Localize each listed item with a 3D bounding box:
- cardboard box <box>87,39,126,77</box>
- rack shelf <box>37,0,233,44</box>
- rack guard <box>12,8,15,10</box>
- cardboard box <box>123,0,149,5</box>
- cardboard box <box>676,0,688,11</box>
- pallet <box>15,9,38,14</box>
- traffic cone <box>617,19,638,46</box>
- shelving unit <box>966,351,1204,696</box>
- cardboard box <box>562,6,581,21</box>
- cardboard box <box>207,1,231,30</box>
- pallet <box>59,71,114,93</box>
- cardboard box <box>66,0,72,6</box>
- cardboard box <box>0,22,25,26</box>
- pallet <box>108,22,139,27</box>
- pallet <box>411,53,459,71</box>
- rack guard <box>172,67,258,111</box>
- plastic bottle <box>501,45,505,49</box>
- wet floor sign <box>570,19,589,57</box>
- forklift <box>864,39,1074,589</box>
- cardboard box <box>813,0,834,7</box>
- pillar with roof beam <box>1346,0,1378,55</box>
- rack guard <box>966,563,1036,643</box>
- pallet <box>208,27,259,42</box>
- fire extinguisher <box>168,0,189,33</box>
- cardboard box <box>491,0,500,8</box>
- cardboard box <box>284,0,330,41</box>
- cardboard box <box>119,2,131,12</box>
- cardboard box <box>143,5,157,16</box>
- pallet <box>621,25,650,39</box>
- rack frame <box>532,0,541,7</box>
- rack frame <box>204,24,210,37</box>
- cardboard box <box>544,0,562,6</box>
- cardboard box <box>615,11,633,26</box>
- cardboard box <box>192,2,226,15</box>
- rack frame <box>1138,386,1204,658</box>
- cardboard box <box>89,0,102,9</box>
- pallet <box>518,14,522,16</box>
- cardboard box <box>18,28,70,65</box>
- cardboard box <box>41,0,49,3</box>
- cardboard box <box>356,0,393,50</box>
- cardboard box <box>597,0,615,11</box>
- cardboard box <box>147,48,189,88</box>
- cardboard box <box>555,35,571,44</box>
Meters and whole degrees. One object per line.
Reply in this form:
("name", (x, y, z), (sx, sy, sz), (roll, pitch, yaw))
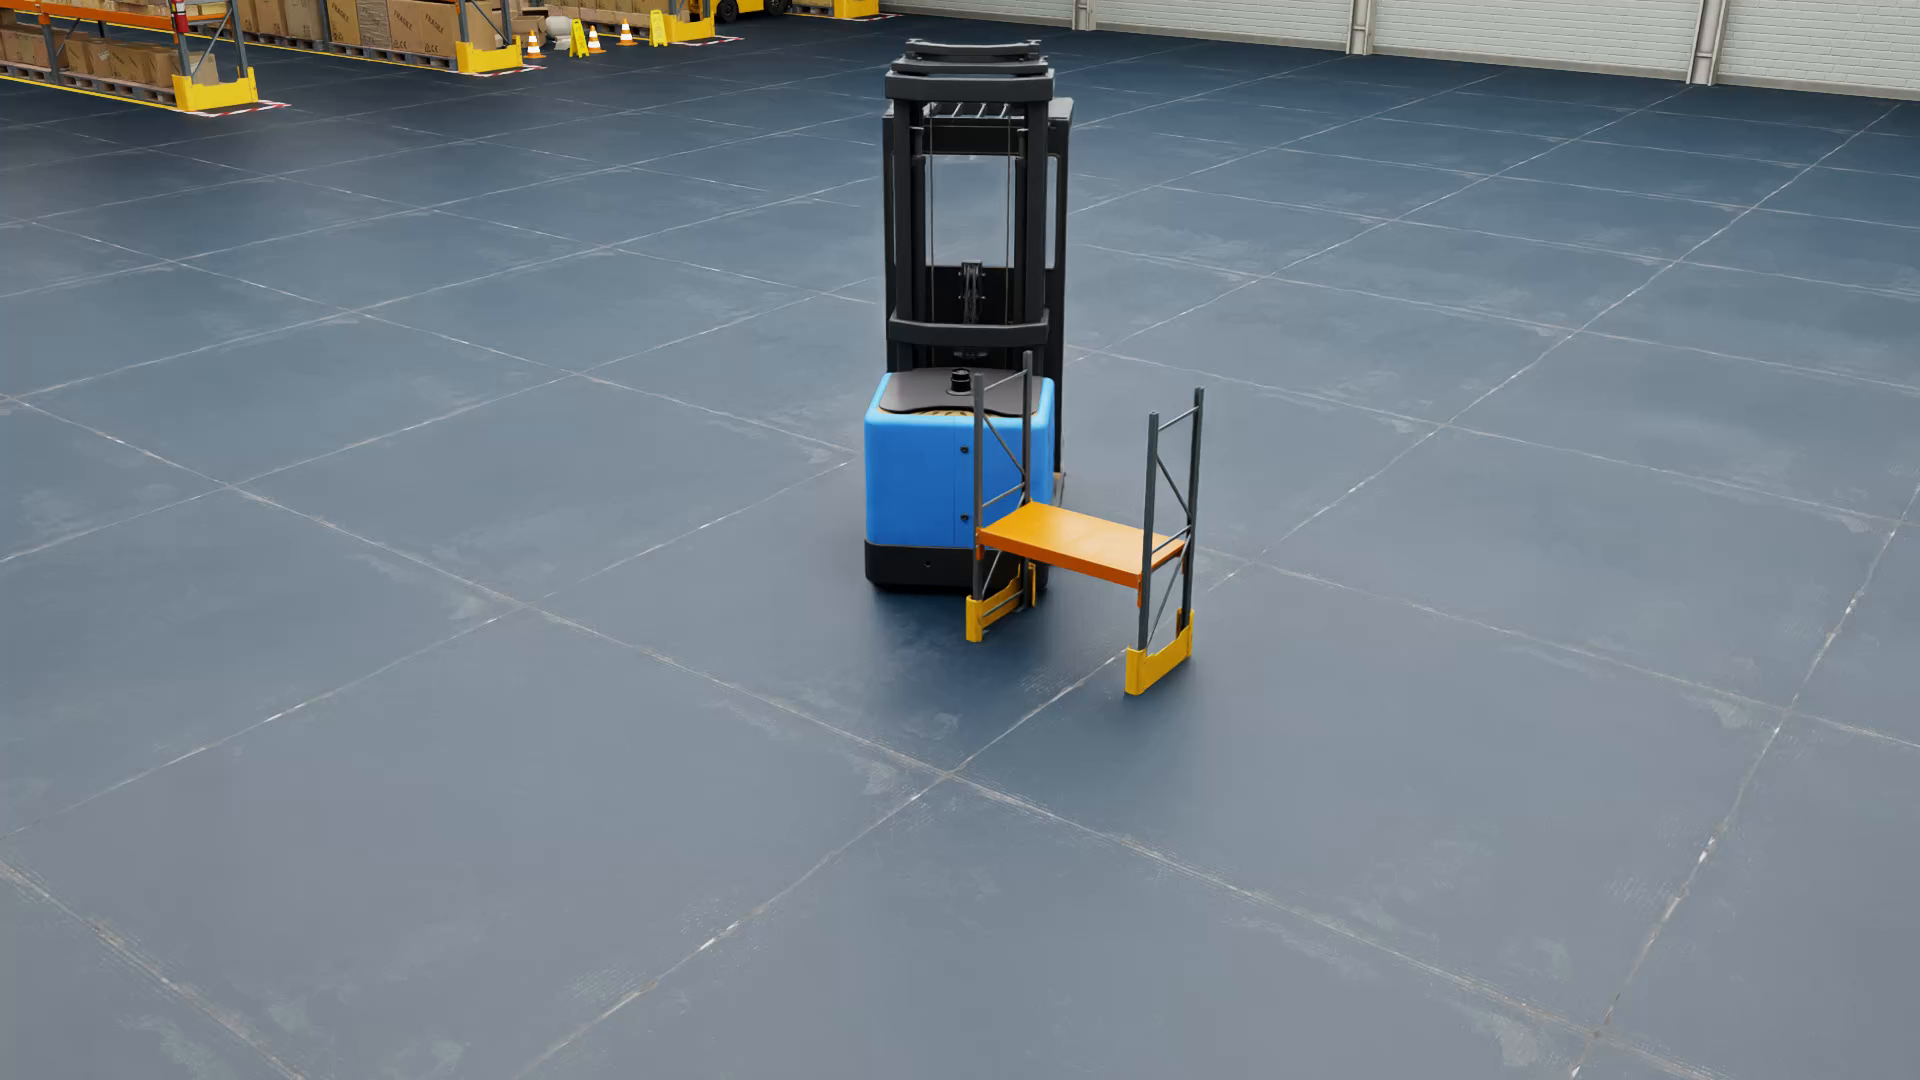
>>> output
("cardboard box", (-13.616, -7.714, 26.617), (0.500, 0.500, 0.500), (-16, 28, -31))
("rack shelf", (-12.775, -8.099, 25.803), (4.000, 0.370, 1.077), (17, 29, 33))
("rack guard", (-20.861, -12.227, 37.380), (0.348, 0.500, 1.175), (17, 29, 33))
("cardboard box", (-12.070, -8.350, 24.989), (0.500, 0.500, 0.875), (17, 29, 33))
("cardboard box", (-5.730, -10.709, 32.793), (0.500, 0.500, 0.500), (16, 28, 32))
("pallet", (-20.232, -11.887, 36.967), (1.213, 0.211, 1.003), (17, 29, 33))
("traffic cone", (-6.349, -9.669, 31.620), (0.334, 0.463, 0.336), (17, 29, 33))
("shelving unit", (0.634, -0.115, 8.650), (1.083, 1.500, 0.587), (16, 28, 32))
("cardboard box", (-7.688, -10.688, 33.676), (0.500, 0.250, 0.500), (19, 30, 36))
("cardboard box", (-14.087, -10.441, 32.496), (0.750, 0.750, 1.050), (16, 29, 33))
("pallet", (-13.817, -7.484, 26.975), (1.213, 0.211, 1.003), (17, 29, 33))
("cardboard box", (-13.769, -8.474, 26.074), (0.250, 0.149, 0.380), (17, 29, 33))
("cardboard box", (-16.577, -8.651, 28.718), (0.500, 0.500, 0.700), (14, 27, 29))
("pallet", (-17.098, -10.958, 34.859), (1.213, 0.211, 1.003), (17, 29, 33))
("pallet", (-8.806, -8.412, 29.081), (1.213, 0.211, 1.003), (17, 29, 33))
("rack guard", (-11.235, -6.819, 25.106), (0.348, 0.500, 1.175), (17, 29, 33))
("plastic bottle", (-8.470, -9.220, 31.099), (0.283, 0.061, 0.133), (7, 25, 15))
("wet floor sign", (-6.908, -9.075, 30.045), (0.232, 0.644, 0.267), (12, 26, 24))
("forklift", (0.117, -1.618, 10.287), (1.130, 2.935, 3.031), (2, 24, 5))
("cardboard box", (-2.823, -11.690, 35.950), (0.500, 0.250, 0.500), (17, 29, 34))
("pillar with roof beam", (4.747, -11.658, 25.548), (0.400, 9.000, 9.100), (17, 29, 33))
("rack guard", (0.228, 0.341, 9.166), (0.087, 0.250, 0.587), (16, 28, 32))
("pallet", (-13.935, -9.964, 32.602), (1.213, 0.211, 1.003), (17, 29, 33))
("fire extinguisher", (-11.359, -7.733, 24.176), (0.183, 0.674, 0.296), (17, 29, 33))
("cardboard box", (-9.476, -10.730, 33.044), (0.500, 0.500, 0.500), (17, 29, 33))
("cardboard box", (-11.871, -9.771, 30.976), (0.750, 0.750, 1.050), (17, 29, 33))
("cardboard box", (-12.537, -8.129, 25.290), (0.250, 0.149, 0.380), (17, 29, 33))
("cardboard box", (-11.957, -7.936, 24.853), (0.250, 0.149, 0.380), (17, 29, 33))
("pallet", (-5.921, -10.092, 32.893), (1.213, 0.211, 1.003), (17, 29, 33))
("rack frame", (-8.432, -12.109, 34.012), (0.127, 3.000, 1.000), (17, 29, 33))
("rack frame", (-14.521, -11.455, 32.527), (0.127, 3.000, 1.000), (17, 29, 33))
("cardboard box", (-8.122, -11.156, 33.809), (0.500, 0.500, 0.500), (18, 30, 36))
("cardboard box", (-6.449, -10.312, 32.823), (0.500, 0.250, 0.500), (17, 29, 33))
("cardboard box", (-11.260, -7.975, 24.942), (0.250, 0.149, 0.380), (17, 29, 33))
("rack frame", (1.055, 0.006, 8.375), (0.032, 1.500, 0.500), (16, 28, 32))
("cardboard box", (-13.176, -8.289, 25.654), (0.250, 0.149, 0.380), (17, 29, 33))
("pallet", (-9.056, -11.021, 35.001), (1.213, 0.211, 1.003), (17, 29, 33))
("cardboard box", (-15.224, -8.246, 27.799), (0.500, 0.500, 0.700), (17, 29, 33))
("cardboard box", (-14.384, -8.648, 26.468), (0.250, 0.149, 0.380), (17, 29, 33))
("cardboard box", (-10.135, -9.316, 29.787), (0.875, 0.875, 0.875), (17, 29, 34))
("cardboard box", (-6.848, -10.778, 32.950), (0.500, 0.500, 0.500), (16, 28, 32))
("cardboard box", (-12.163, -7.282, 25.638), (0.500, 0.500, 0.500), (-17, 29, -34))
("cardboard box", (-7.491, -9.502, 31.632), (0.380, 0.149, 0.250), (-10, 26, -21))
